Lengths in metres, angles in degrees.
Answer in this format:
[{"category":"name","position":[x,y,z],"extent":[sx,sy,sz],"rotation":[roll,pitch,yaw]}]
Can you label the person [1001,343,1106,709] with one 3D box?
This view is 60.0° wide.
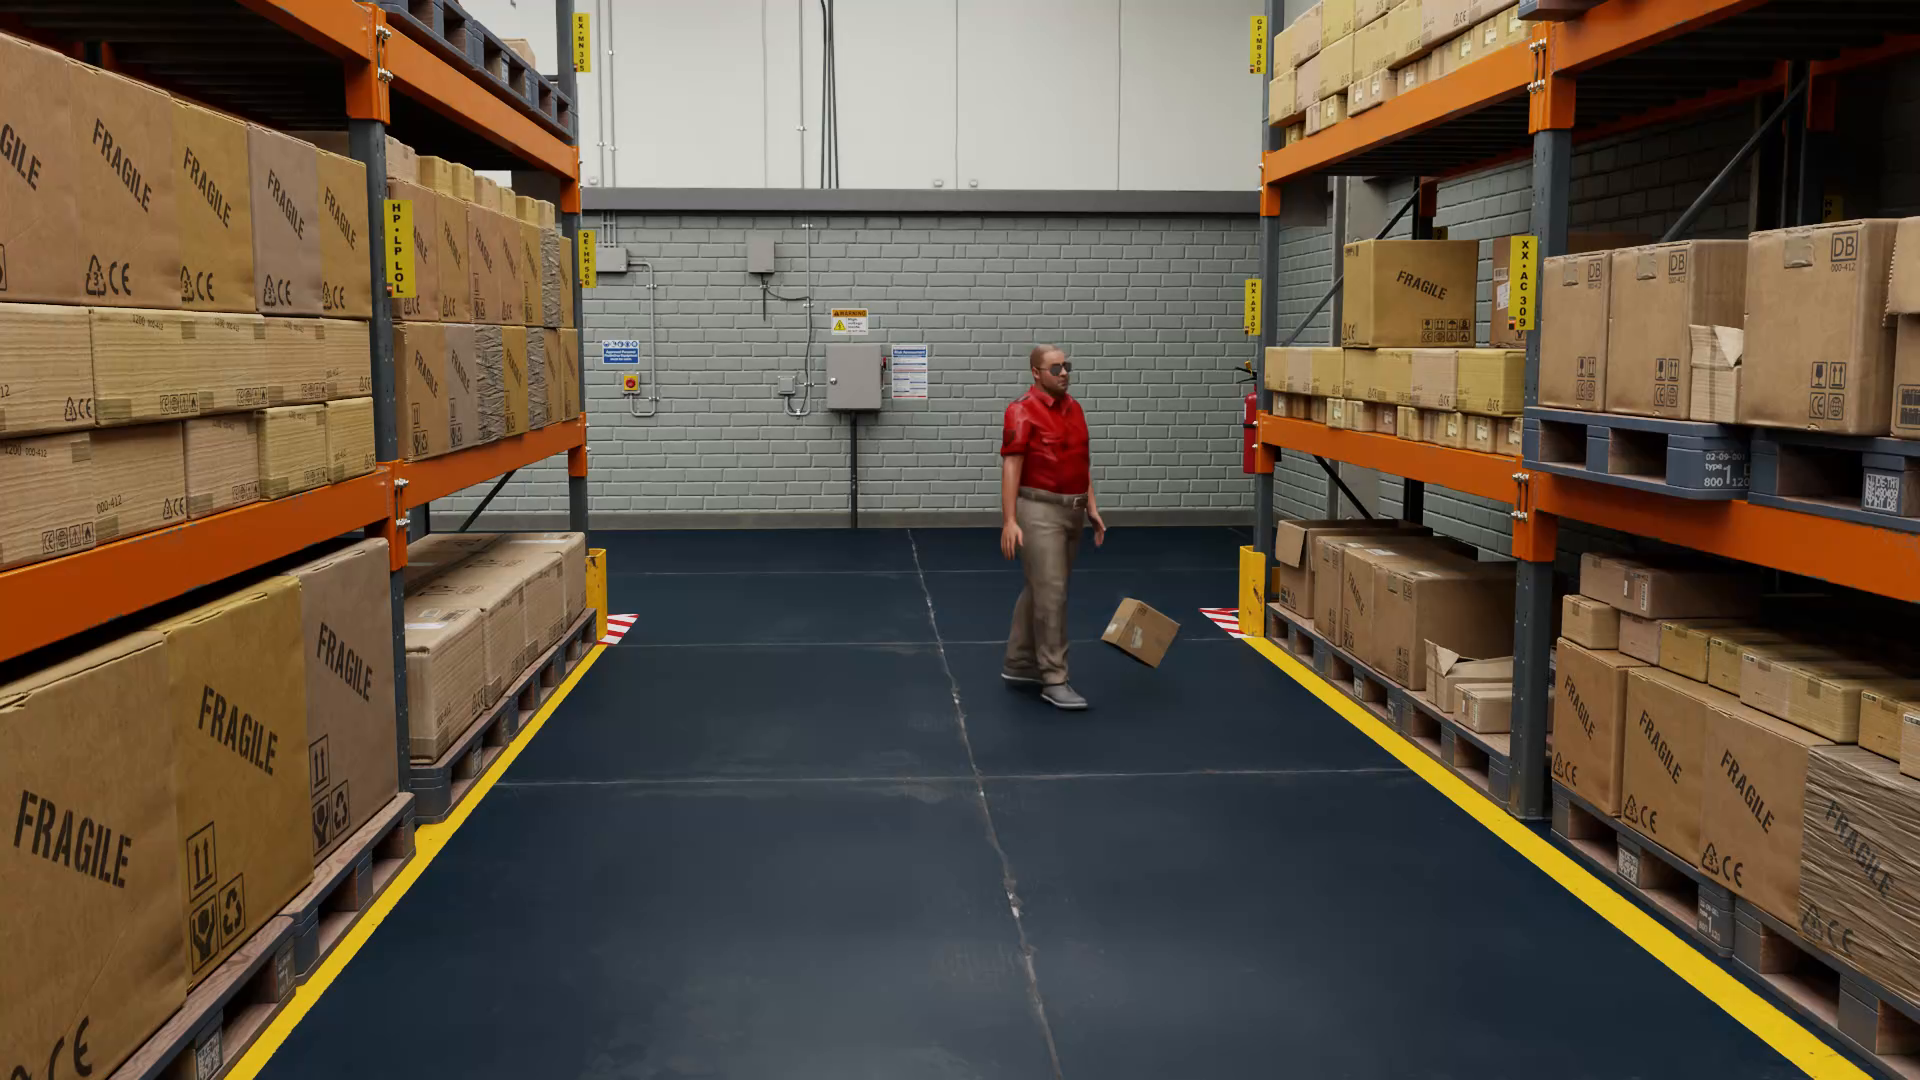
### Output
[{"category":"person","position":[0.420,-0.086,8.036],"extent":[0.661,1.720,0.640],"rotation":[5,8,36]}]
